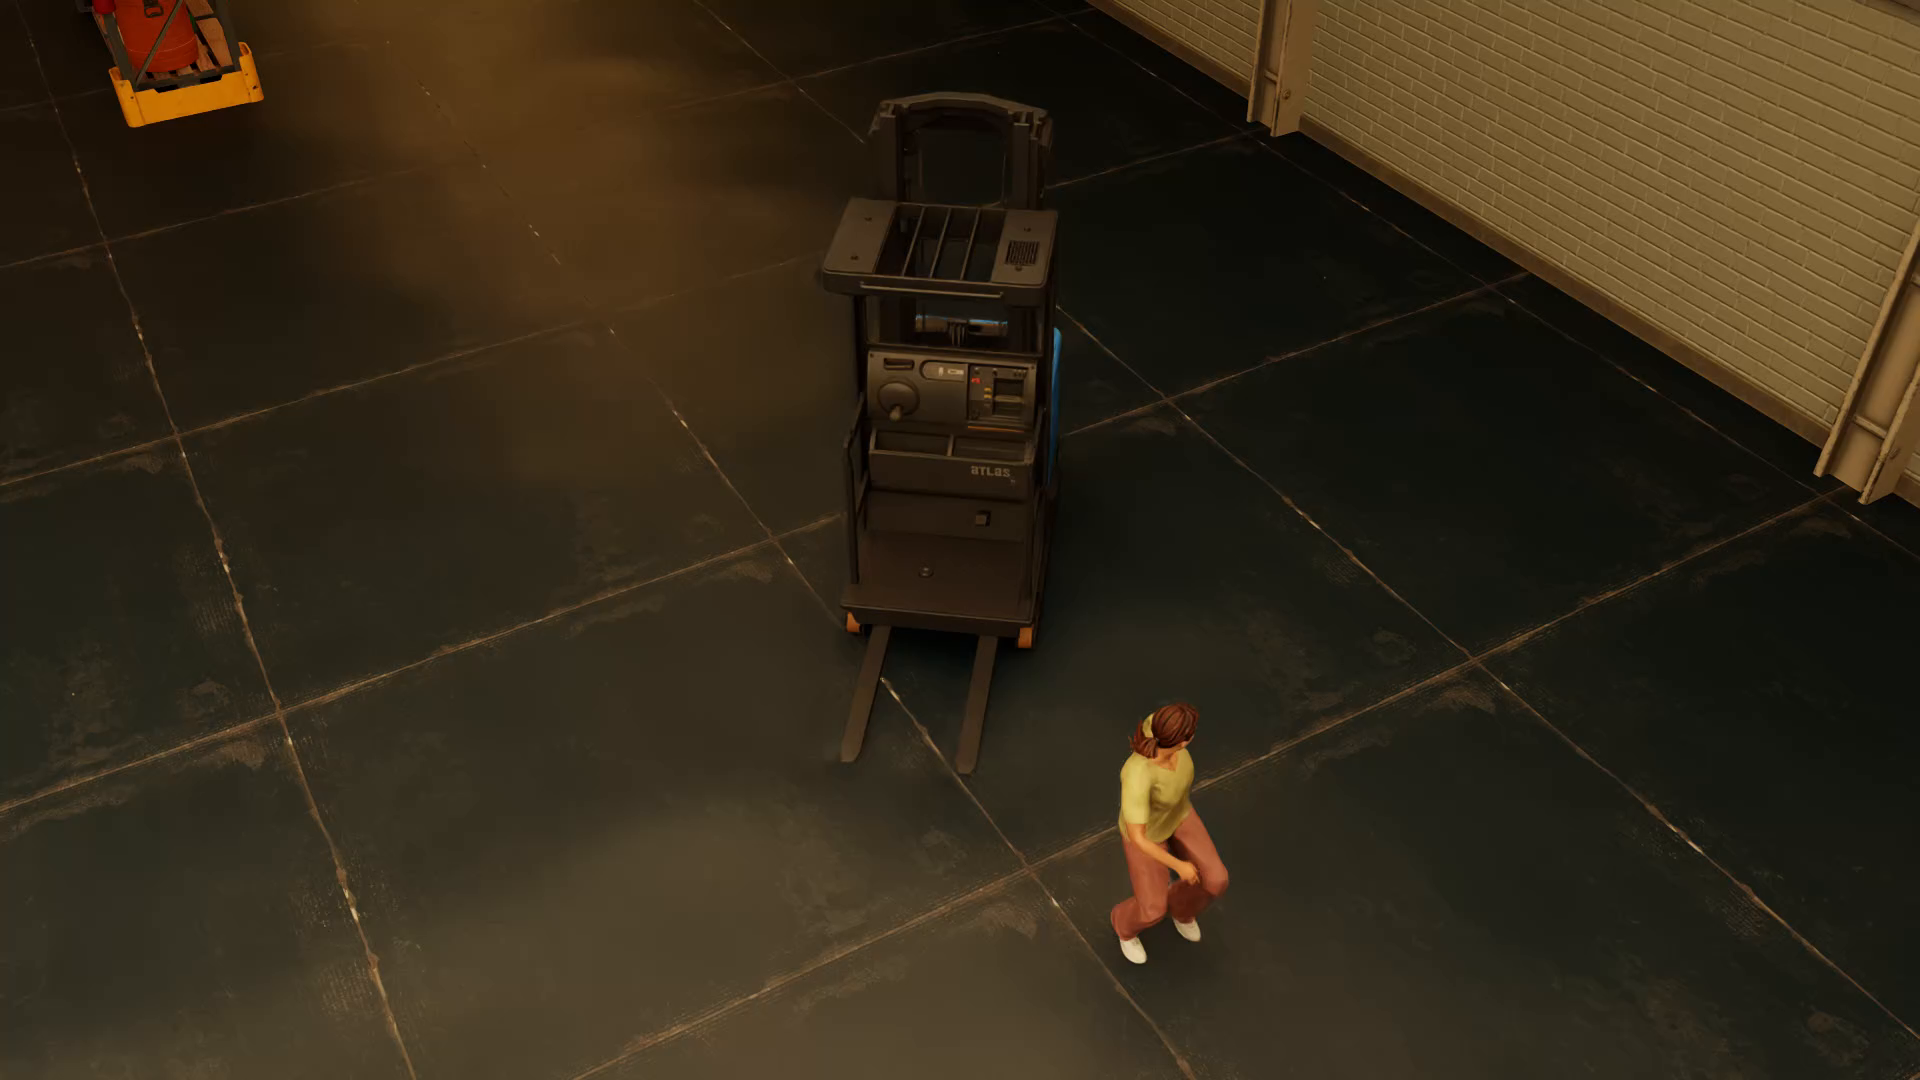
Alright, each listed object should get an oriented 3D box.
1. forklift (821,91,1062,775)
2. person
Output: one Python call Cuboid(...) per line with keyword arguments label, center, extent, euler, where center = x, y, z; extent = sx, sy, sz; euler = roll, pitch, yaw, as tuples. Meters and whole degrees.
Cuboid(label="forklift", center=(-0.074, -0.741, 8.929), extent=(1.130, 2.935, 3.031), euler=(5, 40, 6))
Cuboid(label="person", center=(0.906, 1.301, 7.526), extent=(0.632, 1.617, 0.663), euler=(-29, 48, -30))
